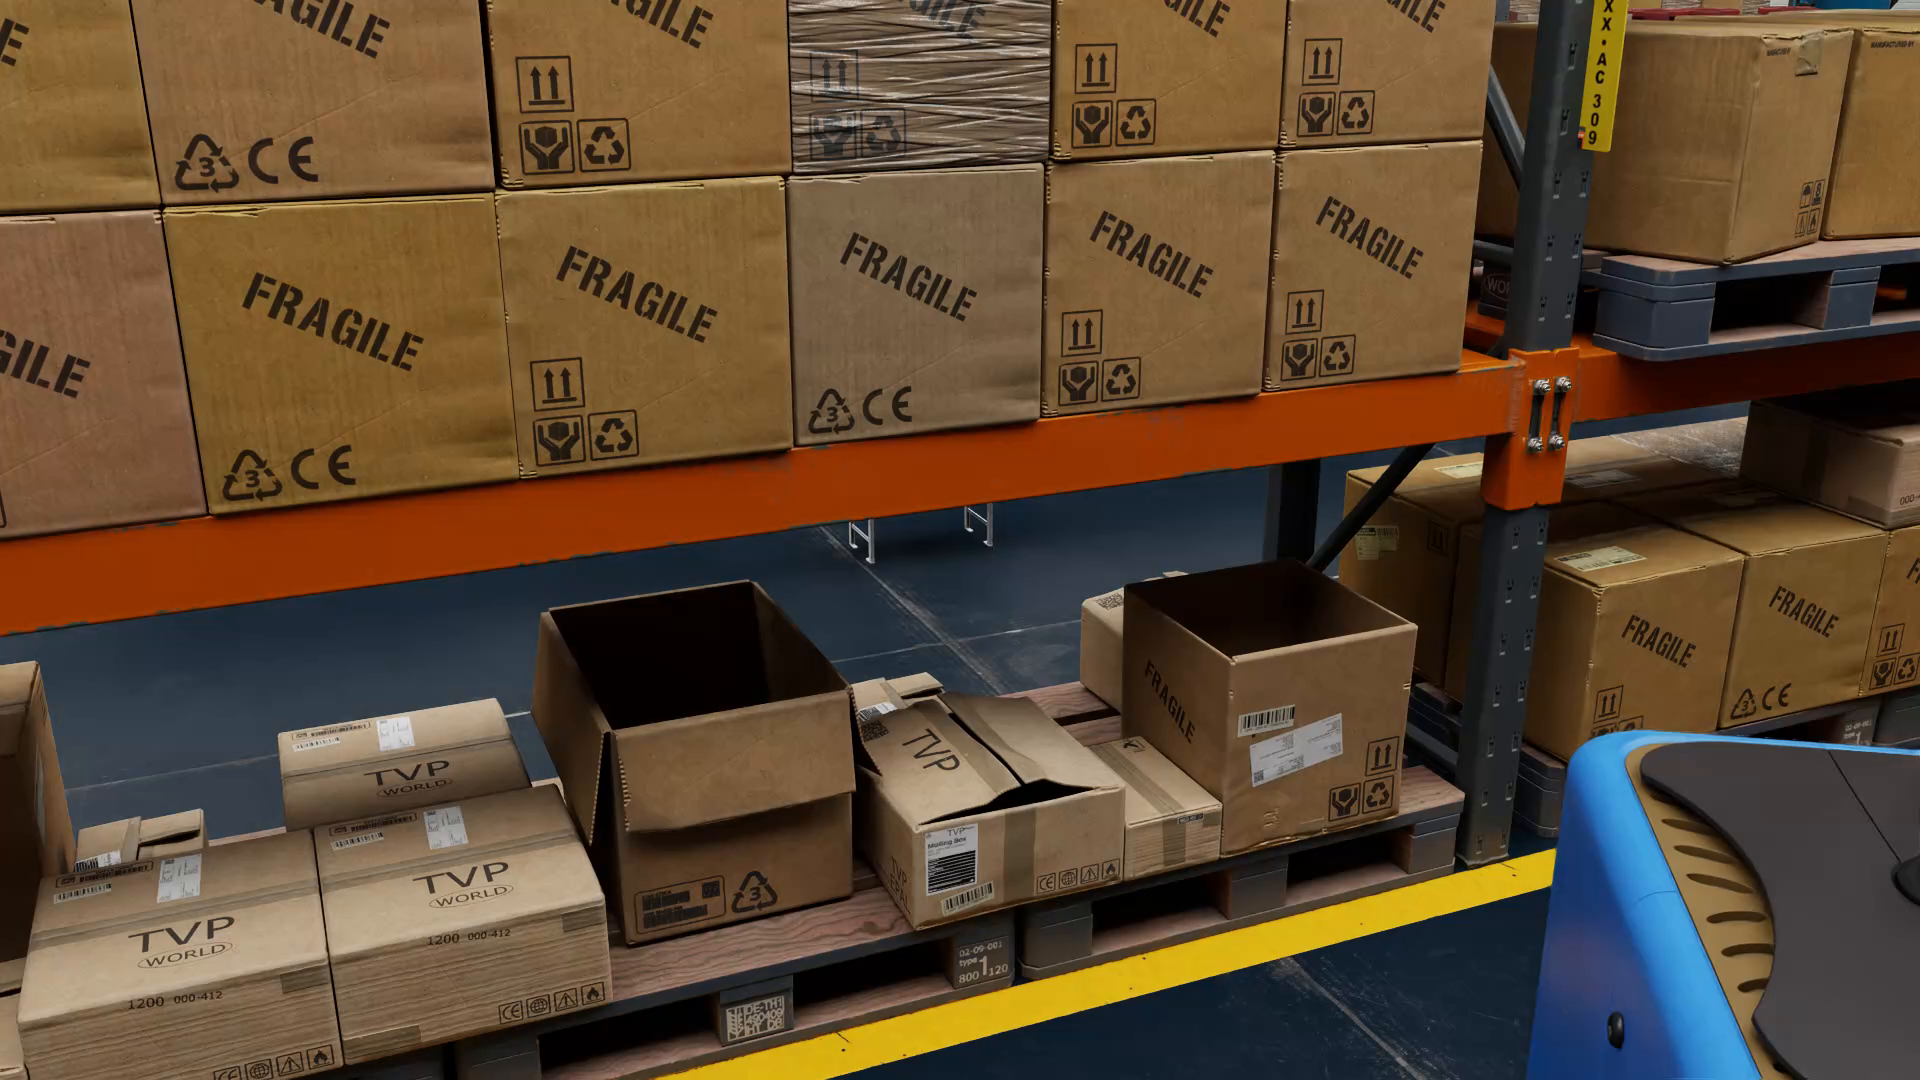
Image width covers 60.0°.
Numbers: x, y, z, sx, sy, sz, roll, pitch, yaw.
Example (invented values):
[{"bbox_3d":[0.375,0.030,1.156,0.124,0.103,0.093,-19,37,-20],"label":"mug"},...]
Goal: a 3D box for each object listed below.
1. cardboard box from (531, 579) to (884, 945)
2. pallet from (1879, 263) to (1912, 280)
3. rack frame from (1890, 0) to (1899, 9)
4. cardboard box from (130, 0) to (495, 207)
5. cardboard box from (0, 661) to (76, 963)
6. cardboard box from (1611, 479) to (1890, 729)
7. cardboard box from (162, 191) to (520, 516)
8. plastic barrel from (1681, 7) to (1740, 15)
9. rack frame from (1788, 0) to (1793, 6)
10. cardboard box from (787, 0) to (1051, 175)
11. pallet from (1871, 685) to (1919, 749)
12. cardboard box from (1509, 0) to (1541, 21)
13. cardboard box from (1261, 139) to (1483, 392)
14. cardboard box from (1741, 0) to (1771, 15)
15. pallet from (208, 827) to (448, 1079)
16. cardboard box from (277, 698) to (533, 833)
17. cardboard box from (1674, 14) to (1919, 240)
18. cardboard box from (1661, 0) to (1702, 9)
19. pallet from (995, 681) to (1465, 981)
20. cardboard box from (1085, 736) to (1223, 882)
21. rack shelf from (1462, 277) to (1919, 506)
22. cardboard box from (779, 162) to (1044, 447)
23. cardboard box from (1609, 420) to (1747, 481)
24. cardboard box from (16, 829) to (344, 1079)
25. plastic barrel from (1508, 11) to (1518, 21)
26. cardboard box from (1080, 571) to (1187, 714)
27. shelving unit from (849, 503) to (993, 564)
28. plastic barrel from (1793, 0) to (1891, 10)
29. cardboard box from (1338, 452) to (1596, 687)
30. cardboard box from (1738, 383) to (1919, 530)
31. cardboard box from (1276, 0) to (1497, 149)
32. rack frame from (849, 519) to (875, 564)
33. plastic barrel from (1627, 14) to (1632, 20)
[{"bbox_3d":[-0.588,0.472,3.763,0.637,0.503,0.797,-8,21,-22],"label":"cardboard box"},{"bbox_3d":[3.024,-0.926,4.923,1.213,0.211,1.003,-8,21,-22],"label":"pallet"},{"bbox_3d":[6.522,-3.311,11.408,0.127,3.000,1.000,-8,21,-22],"label":"rack frame"},{"bbox_3d":[-1.088,-0.853,2.772,0.500,0.500,0.500,-8,21,-21],"label":"cardboard box"},{"bbox_3d":[-2.136,0.604,3.392,0.500,0.500,0.500,-8,21,-22],"label":"cardboard box"},{"bbox_3d":[2.161,0.161,4.648,0.500,0.500,0.500,-8,21,-21],"label":"cardboard box"},{"bbox_3d":[-1.092,-0.381,2.936,0.500,0.500,0.500,-8,21,-22],"label":"cardboard box"},{"bbox_3d":[4.883,-3.219,10.944,0.433,0.535,0.433,0,19,0],"label":"plastic barrel"},{"bbox_3d":[8.233,-5.347,17.192,0.127,3.000,1.000,-8,21,-22],"label":"rack frame"},{"bbox_3d":[-0.159,-0.986,3.150,0.500,0.500,0.500,-8,21,-21],"label":"cardboard box"},{"bbox_3d":[2.989,0.288,5.387,1.213,0.211,1.003,-8,21,-22],"label":"pallet"},{"bbox_3d":[4.998,-5.049,15.746,0.500,0.500,0.875,-8,21,-22],"label":"cardboard box"},{"bbox_3d":[0.778,-0.650,3.702,0.500,0.500,0.500,-8,21,-21],"label":"cardboard box"},{"bbox_3d":[7.717,-5.471,16.944,0.500,0.500,0.875,-8,21,-22],"label":"cardboard box"},{"bbox_3d":[-1.736,0.979,3.423,1.213,0.211,1.003,-8,21,-22],"label":"pallet"},{"bbox_3d":[-1.252,0.606,3.762,0.500,0.250,0.500,-8,21,-22],"label":"cardboard box"},{"bbox_3d":[2.265,-1.096,4.336,0.500,0.500,0.700,-5,20,-13],"label":"cardboard box"},{"bbox_3d":[6.829,-5.316,16.504,0.500,0.500,0.875,-8,21,-22],"label":"cardboard box"},{"bbox_3d":[0.504,0.658,4.335,1.213,0.211,1.003,-8,21,-22],"label":"pallet"},{"bbox_3d":[0.404,0.619,3.877,0.250,0.149,0.380,-8,21,-22],"label":"cardboard box"},{"bbox_3d":[2.971,-0.671,4.994,4.000,0.370,1.077,-8,21,-22],"label":"rack shelf"},{"bbox_3d":[-0.166,-0.514,3.314,0.500,0.500,0.500,-8,21,-21],"label":"cardboard box"},{"bbox_3d":[2.392,-0.056,5.267,0.500,0.500,0.500,-8,21,-21],"label":"cardboard box"},{"bbox_3d":[-1.467,0.818,3.161,0.500,0.250,0.500,-8,21,-22],"label":"cardboard box"},{"bbox_3d":[3.155,-3.002,10.327,0.708,0.536,0.600,-8,21,-22],"label":"plastic barrel"},{"bbox_3d":[0.664,0.303,4.532,0.500,0.311,0.500,-8,21,-22],"label":"cardboard box"},{"bbox_3d":[-0.152,-0.544,6.261,0.503,1.200,0.258,-8,21,-22],"label":"shelving unit"},{"bbox_3d":[6.047,-3.589,11.443,0.708,0.901,0.600,-8,21,-22],"label":"plastic barrel"},{"bbox_3d":[1.475,0.072,4.902,0.500,0.500,0.500,-8,21,-22],"label":"cardboard box"},{"bbox_3d":[2.594,-0.250,4.688,0.500,0.250,0.500,-8,21,-22],"label":"cardboard box"},{"bbox_3d":[0.773,-1.121,3.532,0.500,0.500,0.500,-8,21,-22],"label":"cardboard box"},{"bbox_3d":[-0.376,-0.512,6.170,0.015,1.200,0.240,-8,21,-22],"label":"rack frame"},{"bbox_3d":[4.096,-3.093,10.622,0.421,0.512,0.421,0,19,0],"label":"plastic barrel"}]
